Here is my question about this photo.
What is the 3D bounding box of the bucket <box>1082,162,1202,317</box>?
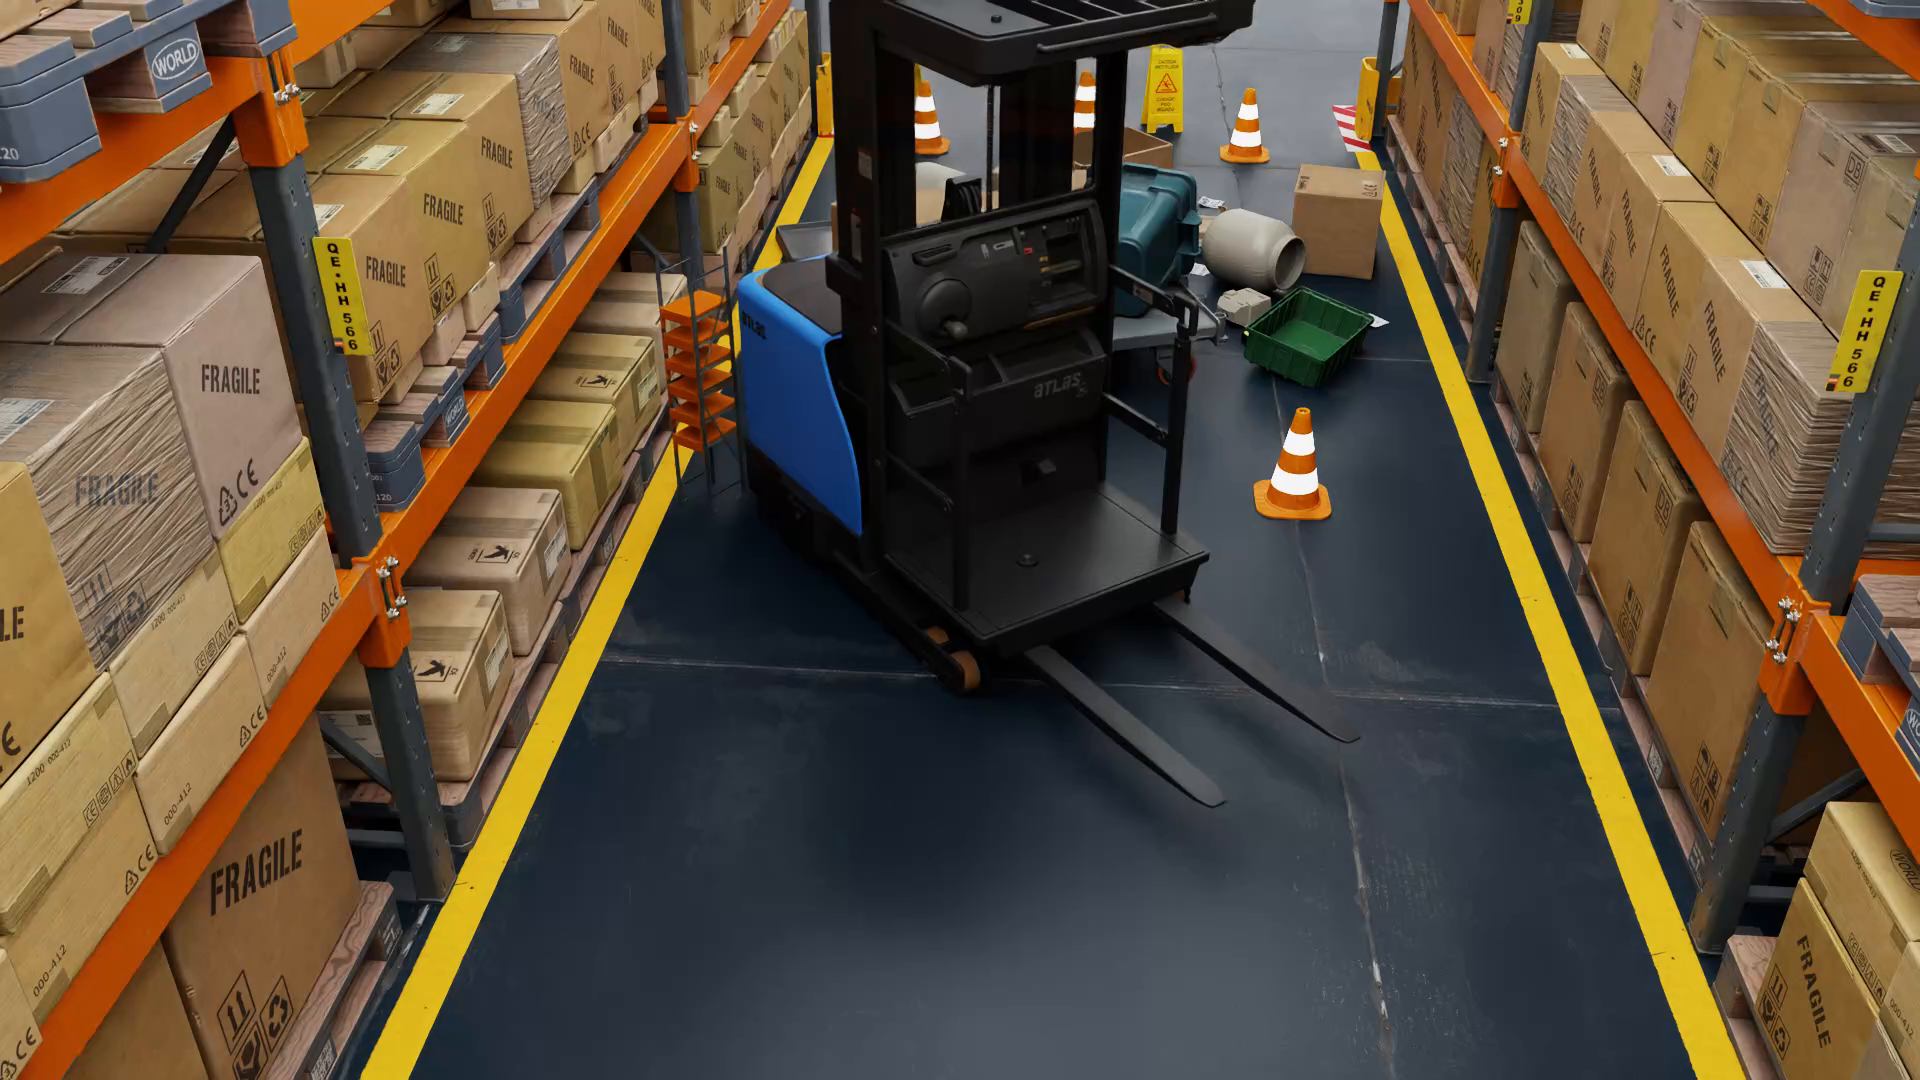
[{"bbox_3d":[0.831,-1.513,8.518,0.726,0.611,0.620,14,44,21],"label":"bucket"}]

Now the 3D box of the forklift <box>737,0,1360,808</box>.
[{"bbox_3d":[0.270,-0.948,5.994,1.130,2.935,3.031,-19,36,-28],"label":"forklift"}]

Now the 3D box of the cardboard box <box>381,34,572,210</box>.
[{"bbox_3d":[-1.762,-1.543,6.115,0.500,0.500,0.500,1,32,2],"label":"cardboard box"}]

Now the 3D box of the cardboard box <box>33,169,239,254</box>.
[{"bbox_3d":[-2.390,-0.755,4.837,0.500,0.500,0.500,2,32,3],"label":"cardboard box"}]

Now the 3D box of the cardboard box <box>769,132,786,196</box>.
[{"bbox_3d":[-1.383,-2.370,10.457,0.500,0.250,0.500,1,32,2],"label":"cardboard box"}]

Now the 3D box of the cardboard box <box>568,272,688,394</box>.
[{"bbox_3d":[-1.864,-1.035,8.174,0.950,0.372,0.625,3,32,5],"label":"cardboard box"}]

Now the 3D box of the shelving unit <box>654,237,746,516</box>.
[{"bbox_3d":[-1.123,-0.697,7.237,0.189,1.200,0.258,20,37,29],"label":"shelving unit"}]

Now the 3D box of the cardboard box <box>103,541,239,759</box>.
[{"bbox_3d":[-1.974,0.226,3.690,0.500,0.250,0.500,2,32,3],"label":"cardboard box"}]

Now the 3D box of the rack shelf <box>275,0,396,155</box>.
[{"bbox_3d":[-1.987,-2.174,5.745,1.077,0.370,4.000,2,32,4],"label":"rack shelf"}]

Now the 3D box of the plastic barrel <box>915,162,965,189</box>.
[{"bbox_3d":[-0.158,-2.099,10.252,0.512,0.421,0.421,27,41,37],"label":"plastic barrel"}]

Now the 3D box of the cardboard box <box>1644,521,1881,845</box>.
[{"bbox_3d":[2.931,0.466,5.379,1.050,0.750,0.750,2,32,3],"label":"cardboard box"}]

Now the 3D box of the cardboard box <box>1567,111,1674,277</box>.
[{"bbox_3d":[2.723,-1.344,6.476,0.500,0.500,0.500,2,32,4],"label":"cardboard box"}]

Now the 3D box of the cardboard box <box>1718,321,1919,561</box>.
[{"bbox_3d":[2.561,-0.288,4.763,0.500,0.500,0.500,2,32,4],"label":"cardboard box"}]

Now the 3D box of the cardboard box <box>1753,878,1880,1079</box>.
[{"bbox_3d":[2.480,1.246,4.352,0.500,0.500,0.500,1,32,2],"label":"cardboard box"}]

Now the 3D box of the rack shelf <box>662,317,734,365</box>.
[{"bbox_3d":[-1.123,-0.863,7.134,0.180,0.103,0.258,20,37,29],"label":"rack shelf"}]

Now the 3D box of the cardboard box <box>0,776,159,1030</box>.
[{"bbox_3d":[-2.015,0.713,3.378,0.500,0.250,0.500,2,32,3],"label":"cardboard box"}]

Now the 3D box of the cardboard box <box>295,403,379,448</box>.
[{"bbox_3d":[-1.938,-0.391,4.865,0.380,0.149,0.250,1,32,1],"label":"cardboard box"}]

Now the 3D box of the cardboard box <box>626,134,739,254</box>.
[{"bbox_3d":[-1.507,-1.873,8.936,0.500,0.500,0.500,4,32,6],"label":"cardboard box"}]

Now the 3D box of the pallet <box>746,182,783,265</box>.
[{"bbox_3d":[-1.708,-2.054,10.382,1.003,0.211,1.213,2,32,4],"label":"pallet"}]

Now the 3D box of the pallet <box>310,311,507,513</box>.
[{"bbox_3d":[-2.198,-0.453,5.308,1.213,0.211,1.003,2,32,4],"label":"pallet"}]

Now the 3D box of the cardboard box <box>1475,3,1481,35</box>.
[{"bbox_3d":[3.319,-2.913,8.975,0.875,0.550,0.550,2,32,4],"label":"cardboard box"}]

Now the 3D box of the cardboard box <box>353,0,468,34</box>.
[{"bbox_3d":[-2.242,-1.844,6.604,0.500,0.500,0.500,2,32,4],"label":"cardboard box"}]

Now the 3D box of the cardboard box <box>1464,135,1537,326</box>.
[{"bbox_3d":[3.239,-1.690,8.759,0.875,0.875,0.875,3,32,5],"label":"cardboard box"}]

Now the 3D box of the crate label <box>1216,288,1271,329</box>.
[{"bbox_3d":[1.575,-1.290,9.212,0.298,0.136,0.250,-20,37,-29],"label":"crate label"}]

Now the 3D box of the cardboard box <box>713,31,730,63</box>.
[{"bbox_3d":[-1.464,-2.695,9.004,0.380,0.149,0.250,3,32,5],"label":"cardboard box"}]

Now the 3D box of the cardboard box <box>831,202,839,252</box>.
[{"bbox_3d":[-0.381,-1.688,9.510,0.500,0.500,0.500,27,41,37],"label":"cardboard box"}]

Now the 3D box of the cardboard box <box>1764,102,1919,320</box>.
[{"bbox_3d":[2.878,-0.966,4.910,0.700,0.500,0.500,2,32,3],"label":"cardboard box"}]

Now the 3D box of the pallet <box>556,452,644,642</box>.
[{"bbox_3d":[-1.983,-0.015,7.073,1.003,0.211,1.213,2,32,4],"label":"pallet"}]

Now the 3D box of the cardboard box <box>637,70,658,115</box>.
[{"bbox_3d":[-1.591,-2.040,7.540,0.380,0.149,0.250,3,32,5],"label":"cardboard box"}]

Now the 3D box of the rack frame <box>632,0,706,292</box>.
[{"bbox_3d":[-1.824,-2.249,8.040,1.000,3.000,0.127,2,32,4],"label":"rack frame"}]

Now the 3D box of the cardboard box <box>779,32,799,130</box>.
[{"bbox_3d":[-1.343,-2.965,10.708,0.500,0.500,0.500,4,32,6],"label":"cardboard box"}]

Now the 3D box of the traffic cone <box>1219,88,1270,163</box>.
[{"bbox_3d":[1.985,-2.885,11.490,0.336,0.463,0.334,2,32,4],"label":"traffic cone"}]

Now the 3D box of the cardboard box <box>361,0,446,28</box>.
[{"bbox_3d":[-2.201,-2.070,6.352,0.380,0.149,0.250,4,32,7],"label":"cardboard box"}]

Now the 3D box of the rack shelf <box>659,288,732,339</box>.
[{"bbox_3d":[-1.123,-0.965,7.071,0.180,0.103,0.258,20,37,29],"label":"rack shelf"}]

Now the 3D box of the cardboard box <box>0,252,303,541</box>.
[{"bbox_3d":[-1.931,-0.344,3.901,0.500,0.500,0.500,2,32,3],"label":"cardboard box"}]

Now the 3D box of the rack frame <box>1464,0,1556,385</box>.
[{"bbox_3d":[3.118,-2.090,7.783,1.000,3.000,0.127,2,32,4],"label":"rack frame"}]

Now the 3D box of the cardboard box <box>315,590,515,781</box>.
[{"bbox_3d":[-2.094,0.488,5.704,0.950,0.372,0.625,0,32,1],"label":"cardboard box"}]

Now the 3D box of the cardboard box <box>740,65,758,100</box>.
[{"bbox_3d":[-1.378,-2.622,9.533,0.380,0.149,0.250,4,32,7],"label":"cardboard box"}]

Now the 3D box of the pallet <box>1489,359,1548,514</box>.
[{"bbox_3d":[3.130,-0.496,7.854,1.003,0.211,1.213,2,32,4],"label":"pallet"}]

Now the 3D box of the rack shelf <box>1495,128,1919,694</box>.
[{"bbox_3d":[2.955,-0.738,6.274,1.077,0.370,4.000,2,32,4],"label":"rack shelf"}]

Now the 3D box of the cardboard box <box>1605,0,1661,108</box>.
[{"bbox_3d":[3.043,-2.030,6.636,0.700,0.500,0.500,2,32,3],"label":"cardboard box"}]

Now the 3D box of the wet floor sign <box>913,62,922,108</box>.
[{"bbox_3d":[-0.417,-3.392,12.139,0.267,0.644,0.232,14,34,21],"label":"wet floor sign"}]

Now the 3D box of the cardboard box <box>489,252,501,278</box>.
[{"bbox_3d":[-1.829,-0.951,5.773,0.380,0.149,0.250,4,32,7],"label":"cardboard box"}]

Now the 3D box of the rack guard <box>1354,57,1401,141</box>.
[{"bbox_3d":[3.445,-3.130,11.853,1.175,0.500,0.348,2,32,4],"label":"rack guard"}]

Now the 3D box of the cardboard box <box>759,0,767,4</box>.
[{"bbox_3d":[-1.350,-3.357,10.078,0.380,0.149,0.250,2,32,3],"label":"cardboard box"}]

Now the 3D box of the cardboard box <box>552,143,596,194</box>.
[{"bbox_3d":[-1.688,-1.507,6.675,0.380,0.149,0.250,2,32,4],"label":"cardboard box"}]

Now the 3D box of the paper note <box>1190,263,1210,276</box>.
[{"bbox_3d":[1.404,-1.611,9.843,0.172,0.023,0.155,14,34,21],"label":"paper note"}]

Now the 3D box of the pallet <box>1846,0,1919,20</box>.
[{"bbox_3d":[2.791,-1.534,4.201,1.213,0.211,1.003,4,32,6],"label":"pallet"}]
